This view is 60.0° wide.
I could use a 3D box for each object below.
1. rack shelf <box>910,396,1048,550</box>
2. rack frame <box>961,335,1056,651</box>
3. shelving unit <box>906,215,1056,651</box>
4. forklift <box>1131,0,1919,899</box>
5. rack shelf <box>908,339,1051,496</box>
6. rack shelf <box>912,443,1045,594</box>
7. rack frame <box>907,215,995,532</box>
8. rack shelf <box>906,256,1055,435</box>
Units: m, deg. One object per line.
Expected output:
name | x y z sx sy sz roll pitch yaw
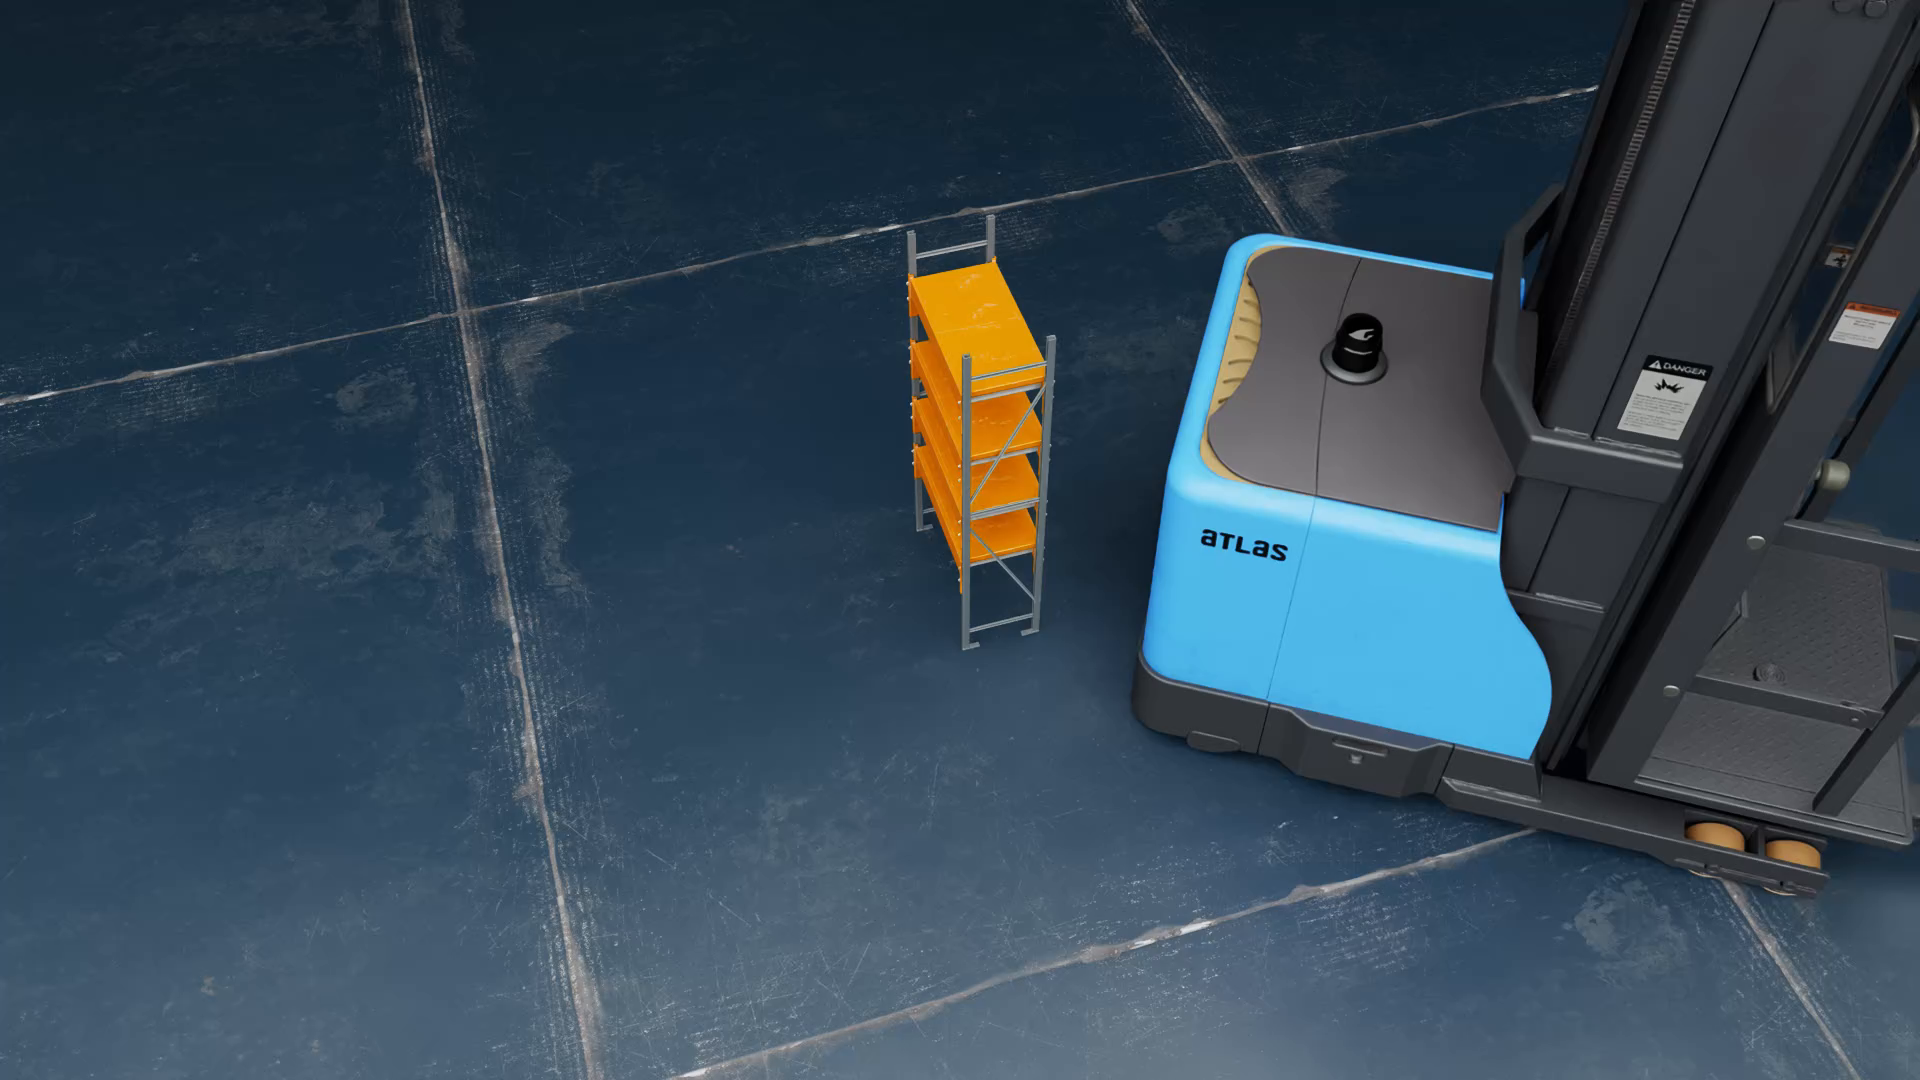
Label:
rack shelf | 0.049 -0.222 4.741 0.258 0.148 0.480 -13 51 -11
rack frame | 0.121 -0.088 4.539 0.240 1.200 0.015 -13 51 -11
shelving unit | 0.049 -0.266 4.689 0.258 1.200 0.503 -13 51 -11
forklift | 2.065 -0.450 3.712 3.031 2.935 1.130 12 51 10
rack shelf | 0.049 -0.367 4.570 0.258 0.148 0.480 -13 51 -11
rack shelf | 0.049 -0.094 4.893 0.258 0.148 0.480 -13 51 -11
rack frame | -0.023 -0.444 4.840 0.240 1.200 0.015 -13 51 -11
rack shelf | 0.049 -0.519 4.389 0.258 0.148 0.480 -13 51 -11
